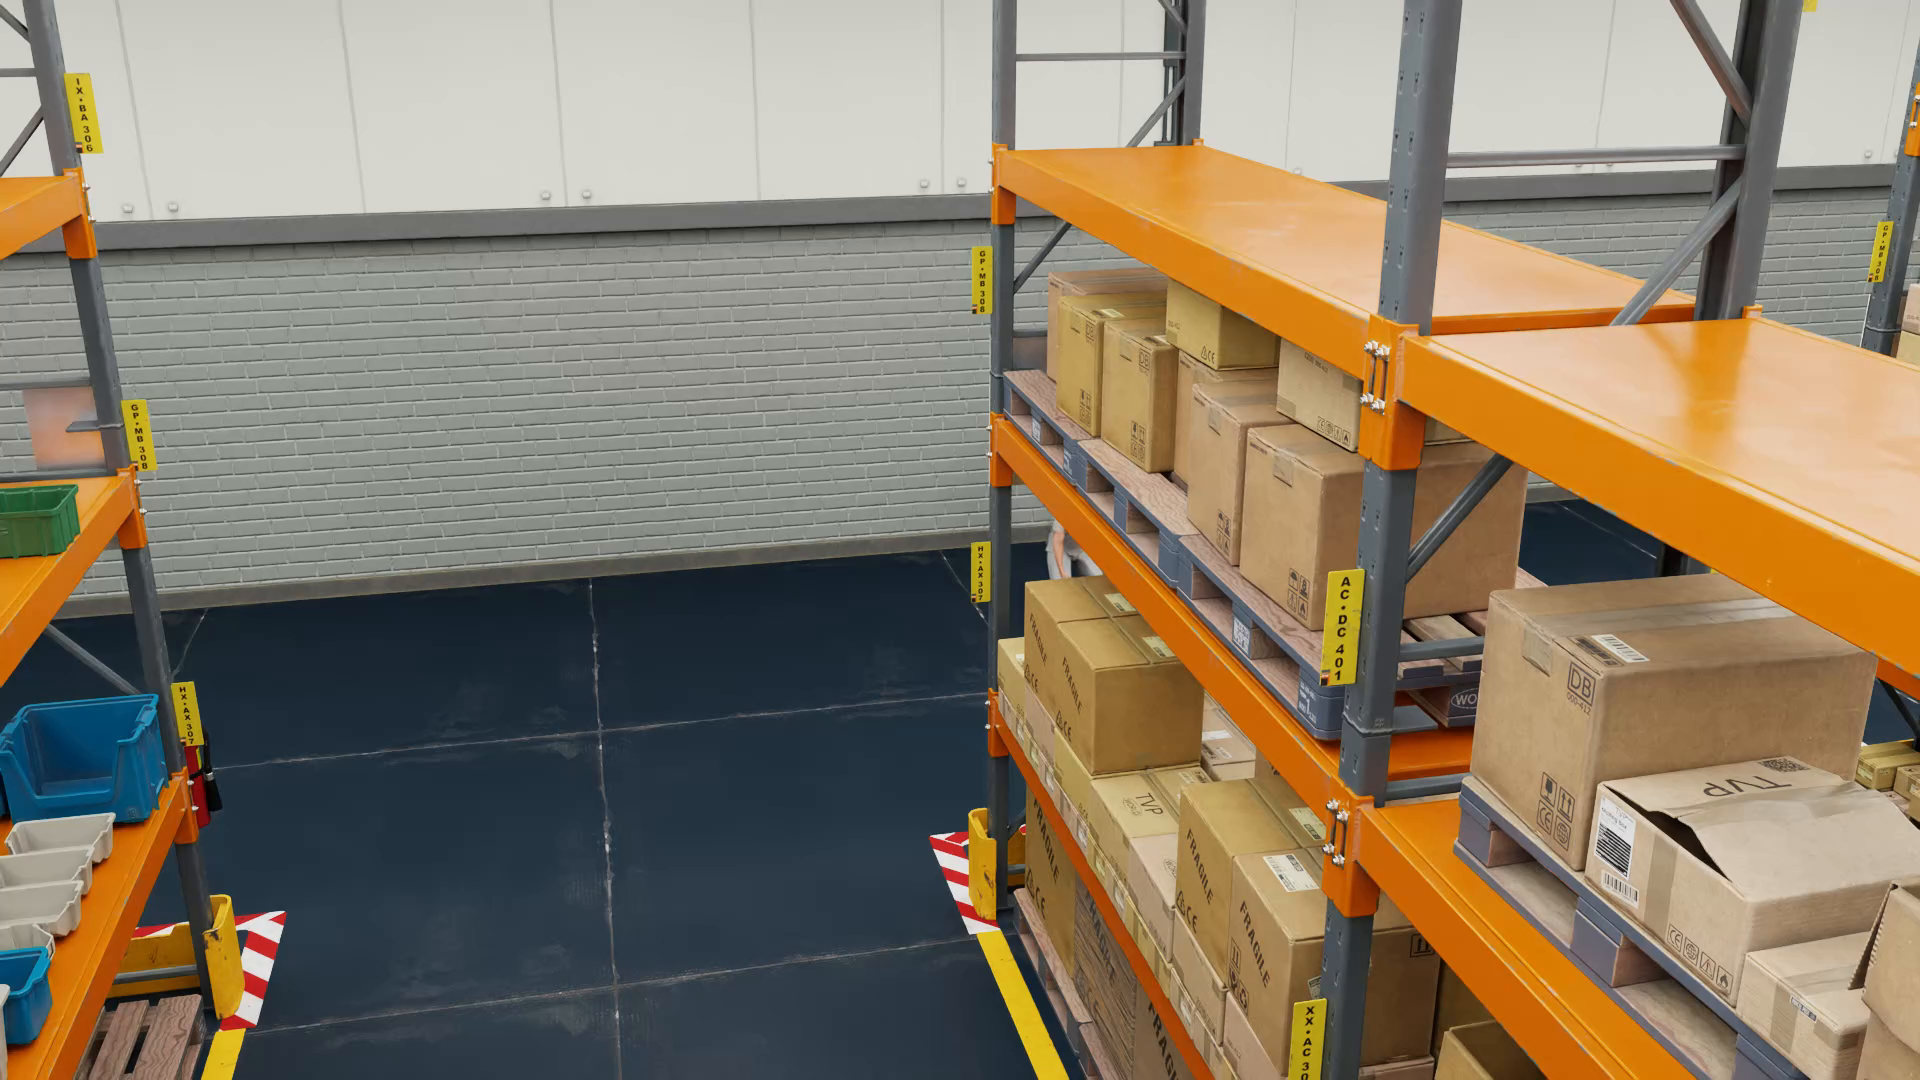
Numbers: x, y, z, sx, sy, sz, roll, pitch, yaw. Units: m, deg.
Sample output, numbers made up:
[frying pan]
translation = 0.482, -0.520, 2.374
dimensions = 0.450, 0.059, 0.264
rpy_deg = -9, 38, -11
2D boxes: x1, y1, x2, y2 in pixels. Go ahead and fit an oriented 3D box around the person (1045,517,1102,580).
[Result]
[person]
translation = 0.897, 0.146, 12.340
dimensions = 0.490, 1.417, 0.616
rpy_deg = -4, 20, -12
